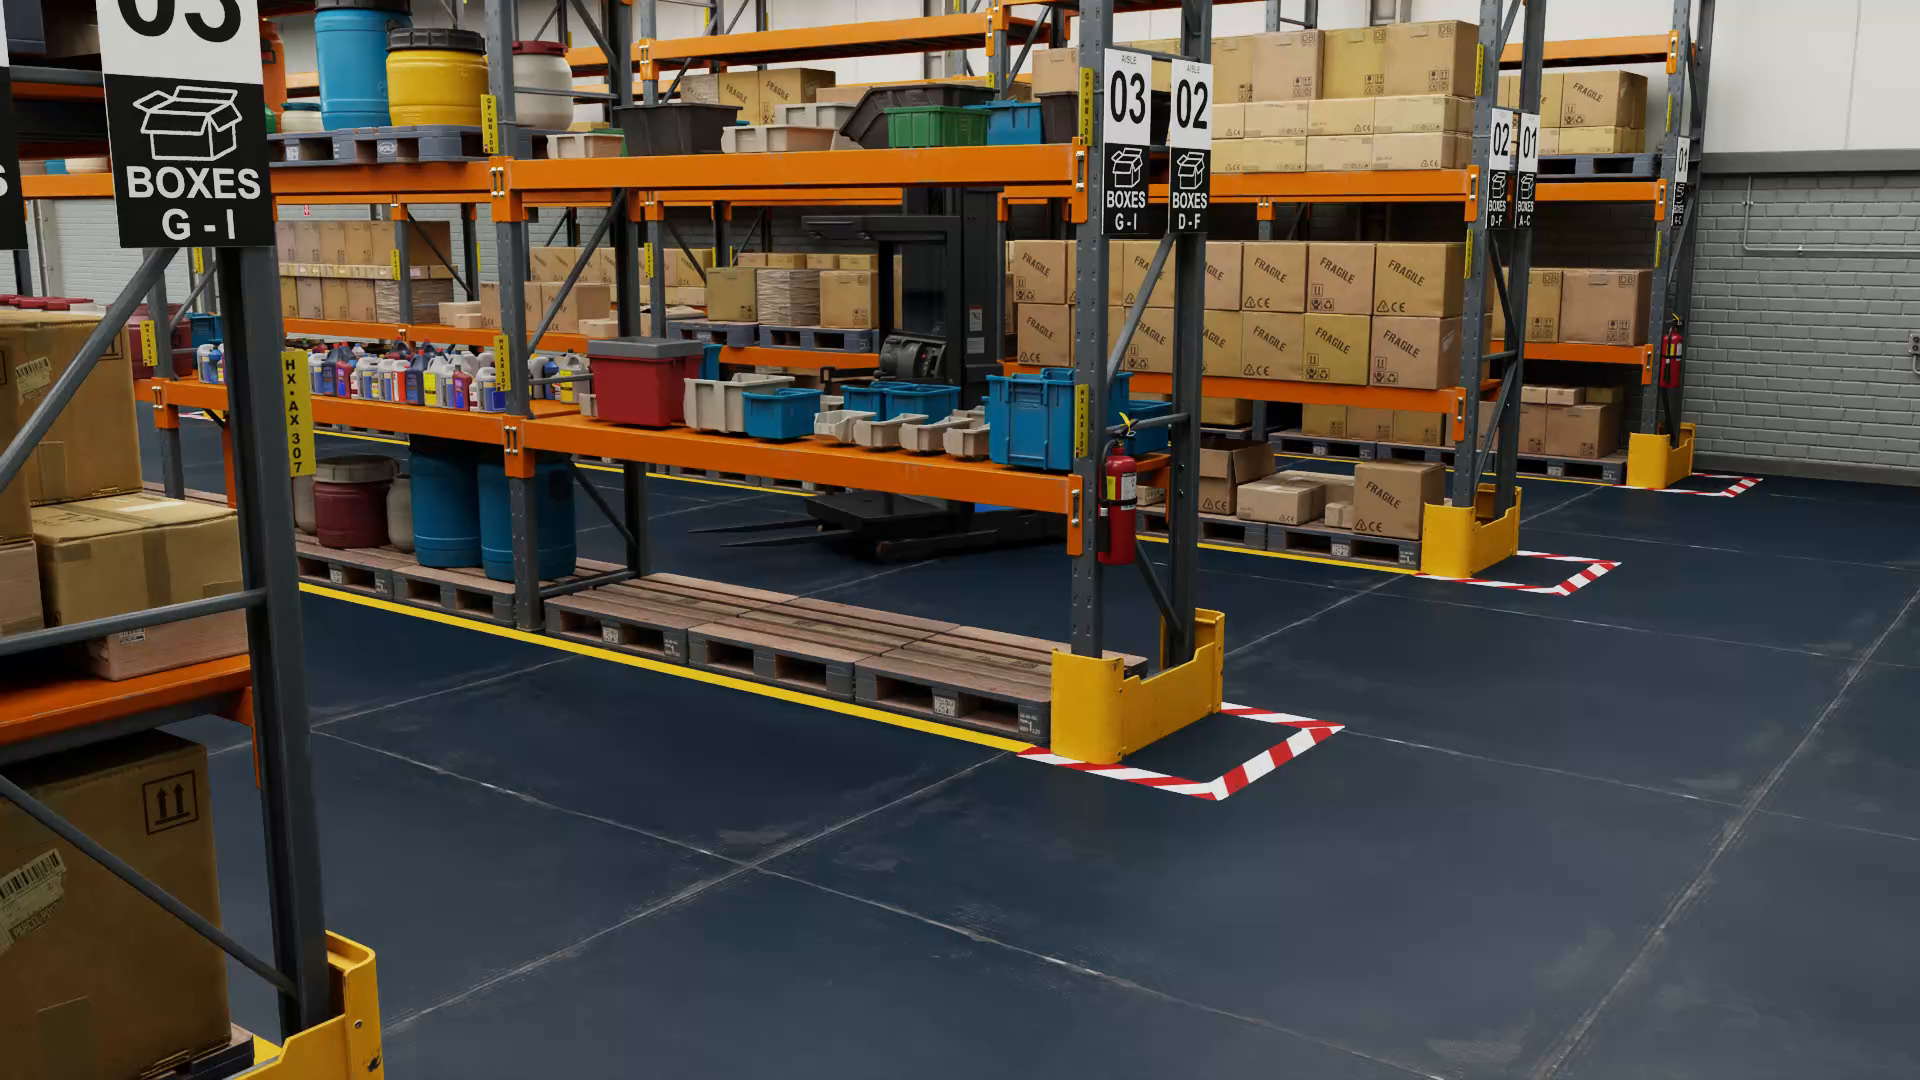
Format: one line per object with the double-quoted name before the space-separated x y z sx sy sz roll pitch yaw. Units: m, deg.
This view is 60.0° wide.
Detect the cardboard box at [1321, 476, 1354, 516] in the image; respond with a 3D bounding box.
"cardboard box" 3.120 -0.324 12.887 0.500 0.250 0.500 8 13 36

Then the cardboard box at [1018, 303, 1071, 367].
"cardboard box" 0.819 -1.697 13.639 0.500 0.500 0.500 8 14 37

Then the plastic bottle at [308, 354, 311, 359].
"plastic bottle" -4.424 -1.130 11.312 0.097 0.271 0.097 0 11 0

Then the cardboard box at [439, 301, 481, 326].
"cardboard box" -5.456 -2.524 18.572 0.500 0.250 0.500 9 14 39

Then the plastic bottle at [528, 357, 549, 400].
"plastic bottle" -2.808 -1.079 11.038 0.135 0.276 0.152 8 13 36

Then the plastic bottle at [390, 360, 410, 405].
"plastic bottle" -3.575 -1.020 10.734 0.135 0.276 0.152 8 13 36

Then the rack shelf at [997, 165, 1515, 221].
"rack shelf" 2.182 -2.641 12.782 4.000 0.370 1.077 8 13 36

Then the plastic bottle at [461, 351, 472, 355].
"plastic bottle" -3.446 -1.168 11.498 0.135 0.276 0.152 8 13 36

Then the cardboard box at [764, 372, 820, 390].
"cardboard box" -1.714 -1.478 16.222 0.500 0.250 0.500 9 14 38

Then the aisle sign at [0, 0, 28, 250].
"aisle sign" -2.193 -1.003 3.473 0.004 0.787 0.394 8 13 36

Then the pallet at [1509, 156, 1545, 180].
"pallet" 5.131 -3.704 16.613 1.213 0.211 1.003 8 13 36

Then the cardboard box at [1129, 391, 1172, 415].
"cardboard box" 2.180 -1.809 19.036 0.750 0.750 0.750 8 14 37

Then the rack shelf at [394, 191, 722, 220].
"rack shelf" -4.266 -3.541 17.431 4.000 0.370 1.077 8 13 36

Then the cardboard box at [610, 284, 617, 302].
"cardboard box" -4.728 -3.516 23.647 0.500 0.250 0.500 8 14 36

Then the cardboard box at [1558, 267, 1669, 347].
"cardboard box" 6.306 -2.259 16.018 0.700 0.700 0.980 9 14 38

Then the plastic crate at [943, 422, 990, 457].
"plastic crate" 0.094 -0.503 8.269 0.243 0.136 0.396 8 13 36

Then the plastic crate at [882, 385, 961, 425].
"plastic crate" -0.207 -0.712 9.098 0.300 0.233 0.416 8 13 36

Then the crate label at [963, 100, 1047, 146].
"crate label" 0.306 -2.092 8.440 0.502 0.251 0.408 8 13 36

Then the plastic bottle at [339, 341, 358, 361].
"plastic bottle" -4.206 -1.180 11.362 0.185 0.351 0.144 8 13 36

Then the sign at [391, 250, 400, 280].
"sign" -6.206 -3.025 18.280 0.005 0.325 0.100 8 13 36

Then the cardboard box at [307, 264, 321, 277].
"cardboard box" -7.463 -3.184 19.618 0.250 0.149 0.380 8 14 37

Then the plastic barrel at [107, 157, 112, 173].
"plastic barrel" -6.650 -3.321 13.271 0.708 0.830 0.600 8 13 36

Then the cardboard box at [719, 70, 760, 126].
"cardboard box" -1.895 -4.102 15.541 0.500 0.500 0.500 8 13 36

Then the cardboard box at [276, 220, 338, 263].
"cardboard box" -7.857 -3.607 20.096 0.500 0.500 0.700 8 14 36

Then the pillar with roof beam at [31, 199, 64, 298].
"pillar with roof beam" -22.153 -8.218 31.818 0.548 9.000 9.100 8 13 36

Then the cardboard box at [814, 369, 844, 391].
"cardboard box" -1.513 -2.199 21.924 0.500 0.500 0.700 8 14 36

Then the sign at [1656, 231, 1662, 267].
"sign" 6.390 -2.659 15.205 0.005 0.325 0.100 8 13 36

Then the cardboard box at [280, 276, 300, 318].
"cardboard box" -7.911 -2.975 20.249 0.500 0.500 0.700 8 14 36

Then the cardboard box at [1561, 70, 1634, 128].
"cardboard box" 5.971 -4.119 15.576 0.500 0.500 0.500 8 13 35

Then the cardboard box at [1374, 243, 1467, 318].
"cardboard box" 3.272 -1.845 11.773 0.500 0.500 0.500 8 13 35

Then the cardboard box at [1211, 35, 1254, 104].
"cardboard box" 2.203 -3.544 12.660 0.500 0.500 0.700 8 13 36

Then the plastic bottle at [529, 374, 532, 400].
"plastic bottle" -2.867 -1.021 10.936 0.097 0.201 0.097 0 11 0

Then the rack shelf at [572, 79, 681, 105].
"rack shelf" -4.561 -6.220 23.393 4.000 0.370 1.077 8 13 36

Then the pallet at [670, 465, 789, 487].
"pallet" -2.075 -0.738 16.286 1.213 0.211 1.003 8 13 36

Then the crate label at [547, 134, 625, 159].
"crate label" -2.142 -2.233 9.470 0.466 0.136 0.293 8 13 36

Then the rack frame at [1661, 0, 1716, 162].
"rack frame" 6.723 -5.001 15.188 0.127 3.000 1.000 8 13 36

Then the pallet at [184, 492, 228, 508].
"pallet" -6.191 -0.162 13.313 1.213 0.211 1.003 8 13 36

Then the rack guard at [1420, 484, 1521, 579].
"rack guard" 3.732 -0.078 12.118 0.348 0.500 1.175 8 13 36

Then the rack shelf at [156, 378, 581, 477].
"rack shelf" -3.977 -0.860 11.474 4.000 0.370 1.077 8 13 36

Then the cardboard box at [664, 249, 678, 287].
"cardboard box" -3.919 -3.770 22.989 0.500 0.500 0.500 8 13 35

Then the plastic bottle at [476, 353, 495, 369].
"plastic bottle" -3.259 -1.142 11.363 0.135 0.276 0.152 8 13 36

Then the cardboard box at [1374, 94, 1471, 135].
"cardboard box" 3.229 -2.960 11.615 0.500 0.250 0.500 8 13 36

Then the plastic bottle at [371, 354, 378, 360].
"plastic bottle" -4.272 -1.253 12.134 0.097 0.201 0.097 0 11 0

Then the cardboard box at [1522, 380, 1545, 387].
"cardboard box" 5.708 -1.518 16.747 0.250 0.149 0.380 8 14 36

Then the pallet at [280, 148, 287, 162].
"pallet" -5.031 -2.717 11.779 1.213 0.211 1.003 8 13 36

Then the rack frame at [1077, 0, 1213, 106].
"rack frame" 0.859 -3.484 7.349 0.127 3.000 1.000 8 13 36

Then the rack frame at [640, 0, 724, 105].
"rack frame" -2.654 -5.142 15.915 0.127 3.000 1.000 8 13 36

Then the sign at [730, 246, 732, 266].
"sign" -2.341 -2.810 16.818 0.005 0.325 0.100 8 13 36

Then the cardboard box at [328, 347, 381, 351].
"cardboard box" -7.183 -2.003 19.644 0.500 0.500 0.500 8 13 36

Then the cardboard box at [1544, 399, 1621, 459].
"cardboard box" 6.099 -1.098 16.284 0.500 0.500 0.700 8 13 36

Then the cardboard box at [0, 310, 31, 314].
"cardboard box" -3.124 -0.430 4.993 0.500 0.500 0.500 7 13 34

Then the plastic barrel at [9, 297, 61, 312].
"plastic barrel" -7.581 -1.731 13.723 0.433 0.535 0.433 0 11 0

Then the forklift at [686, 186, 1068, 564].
"forklift" -0.537 -1.379 12.443 3.031 2.935 1.130 -6 13 -30
